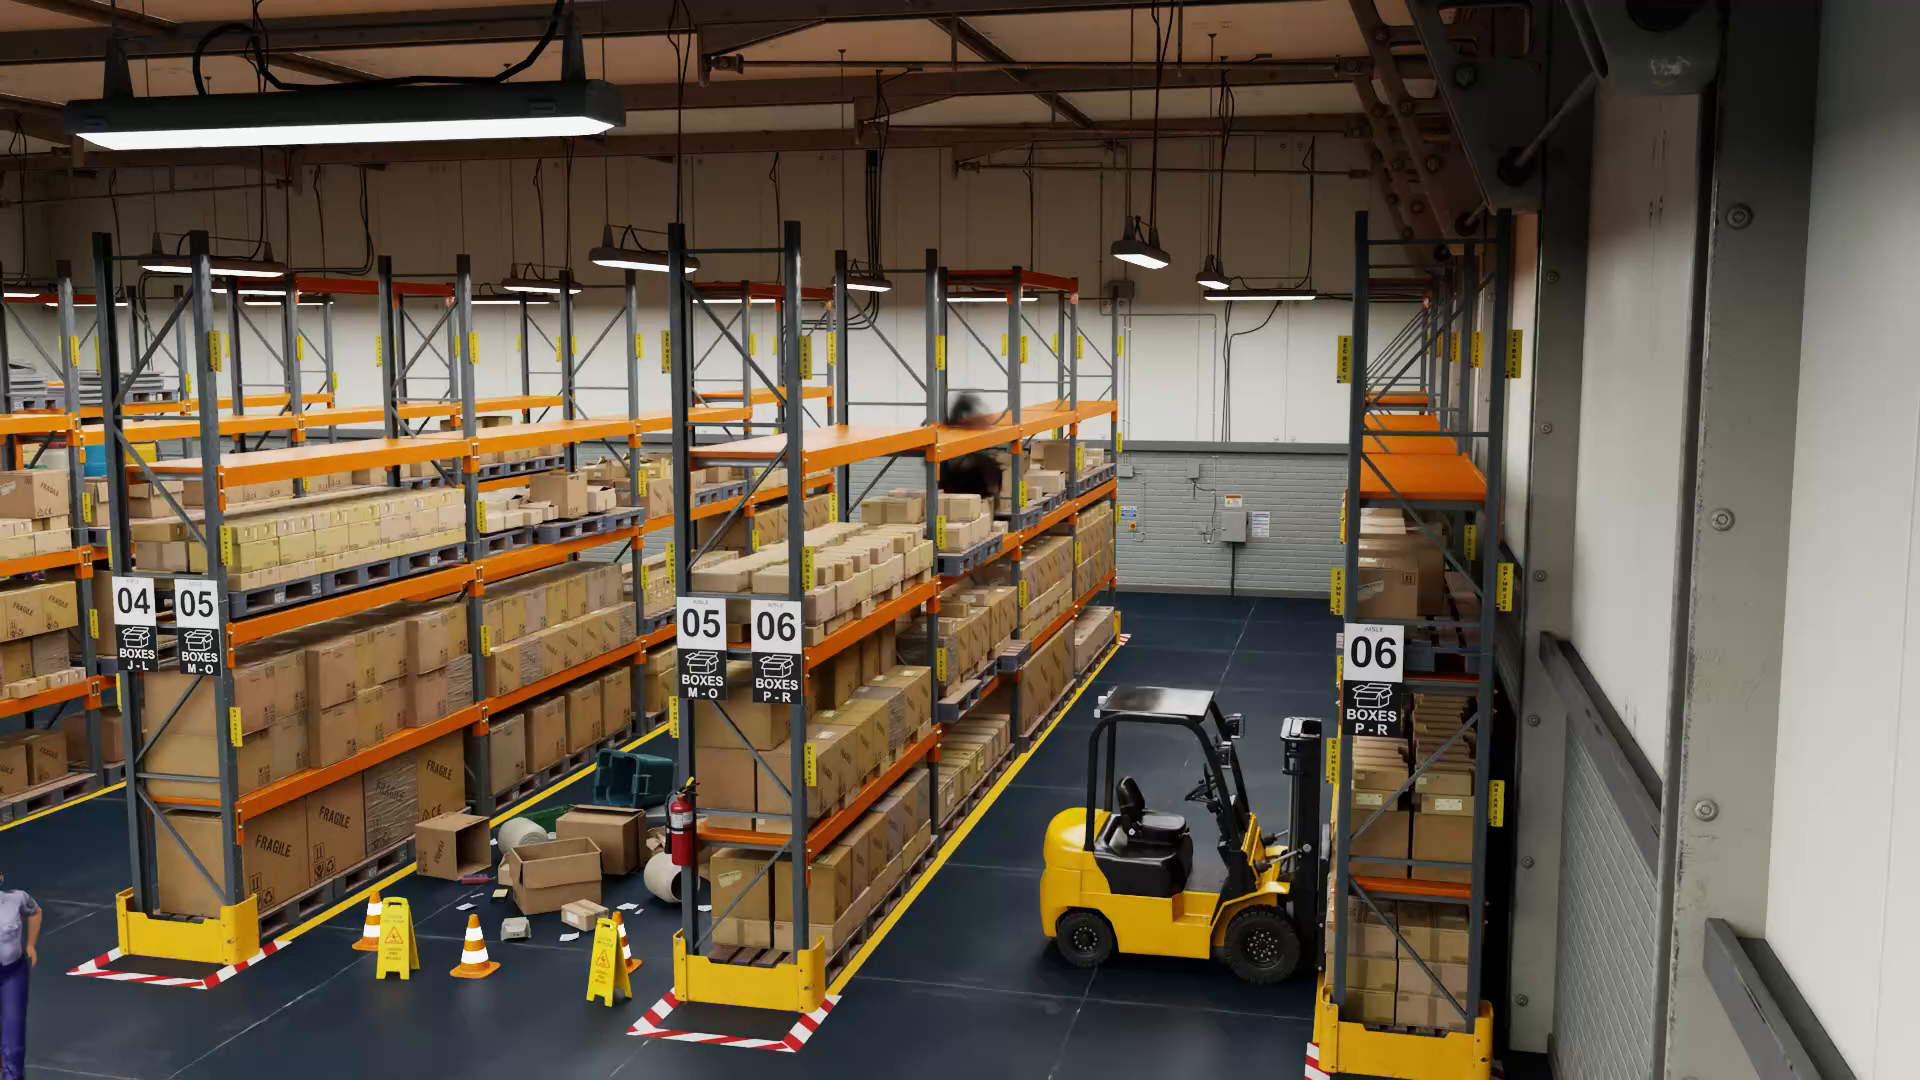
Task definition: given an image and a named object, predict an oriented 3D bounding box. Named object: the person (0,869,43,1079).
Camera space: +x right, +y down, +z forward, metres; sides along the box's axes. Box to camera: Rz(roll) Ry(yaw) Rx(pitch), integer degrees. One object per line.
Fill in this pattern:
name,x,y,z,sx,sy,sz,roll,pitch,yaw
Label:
person,-6.552,2.980,11.288,0.611,1.649,0.931,-4,8,-29
